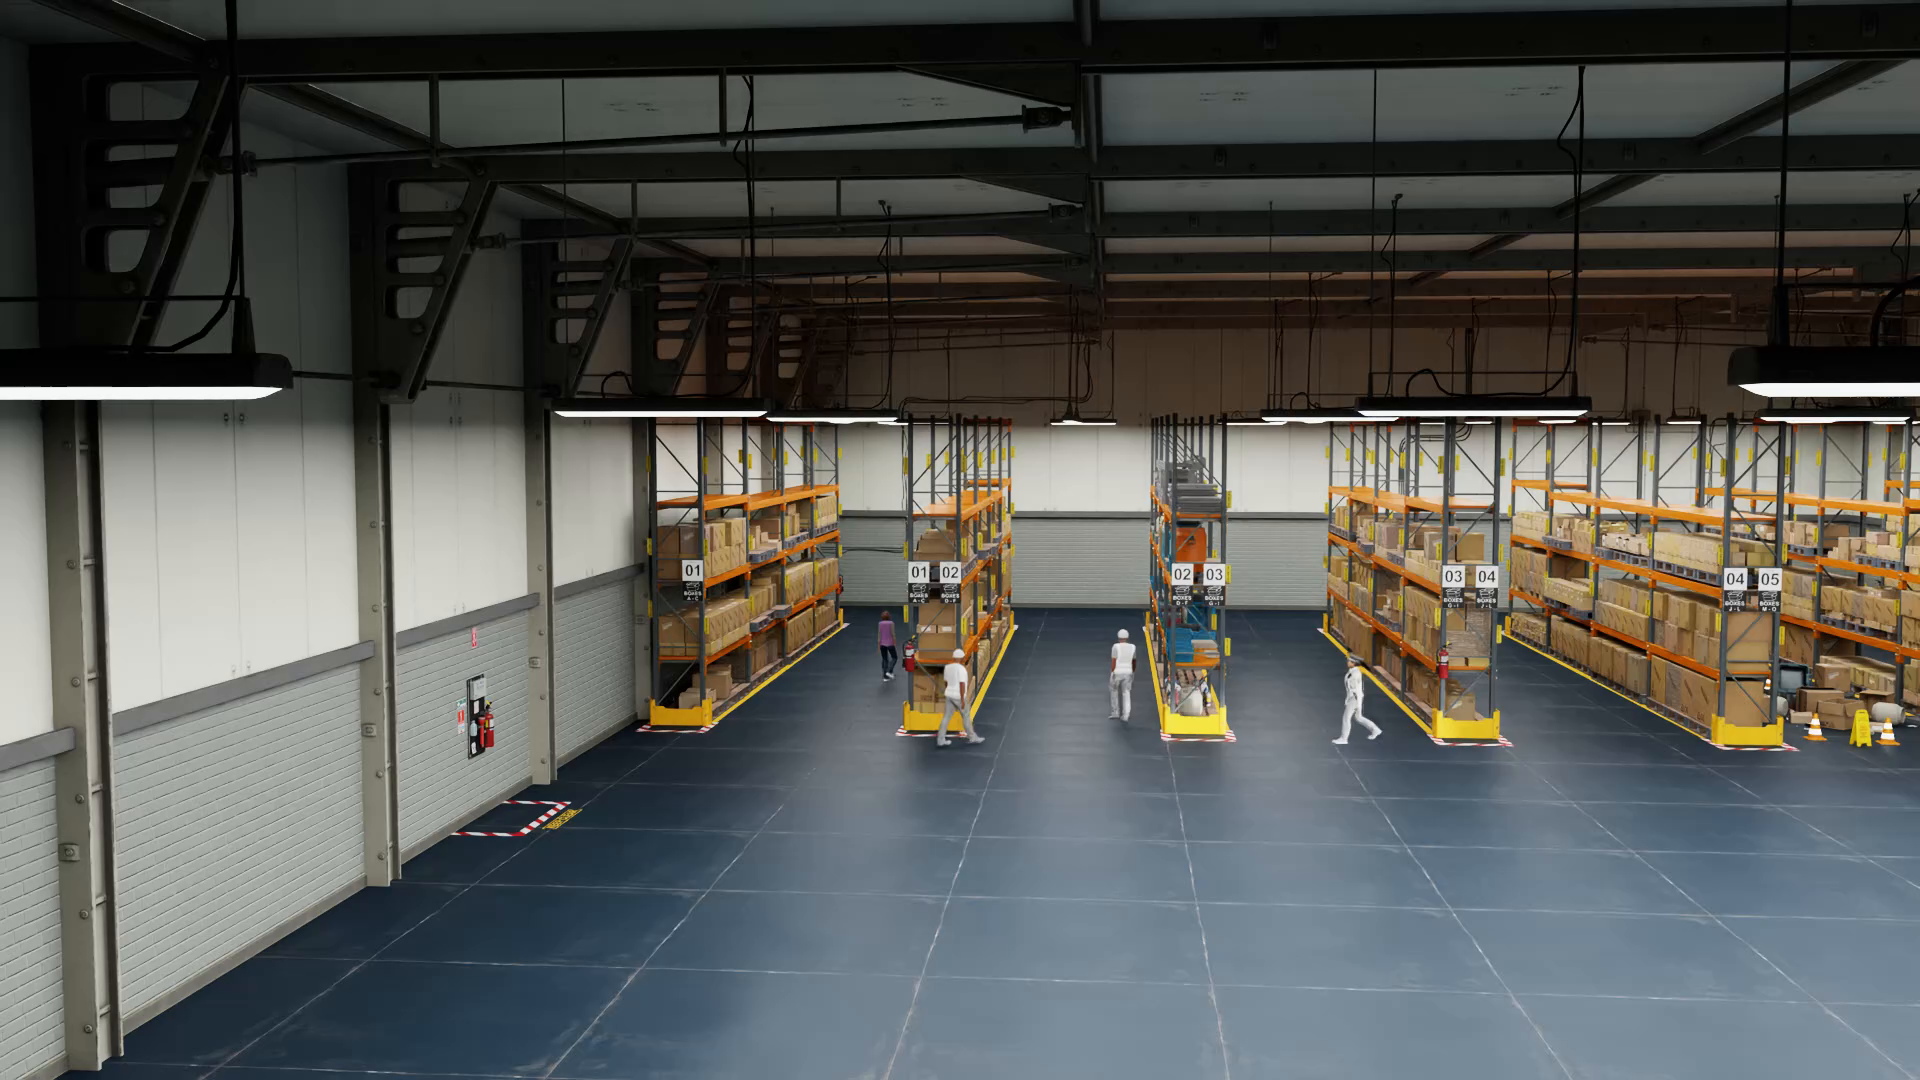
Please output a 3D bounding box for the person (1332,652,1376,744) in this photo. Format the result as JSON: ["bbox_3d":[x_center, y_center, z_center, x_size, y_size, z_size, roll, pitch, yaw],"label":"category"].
[{"bbox_3d":[7.141,2.855,30.088,0.839,1.650,0.498,0,4,-2],"label":"person"}]

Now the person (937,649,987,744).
[{"bbox_3d":[0.013,2.825,30.072,1.053,1.702,0.637,-3,5,-42],"label":"person"}]

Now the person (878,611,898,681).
[{"bbox_3d":[-1.667,2.399,37.560,0.453,1.598,0.435,2,4,27],"label":"person"}]

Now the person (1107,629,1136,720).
[{"bbox_3d":[3.184,2.649,32.682,0.565,1.799,0.732,-1,4,-8],"label":"person"}]
